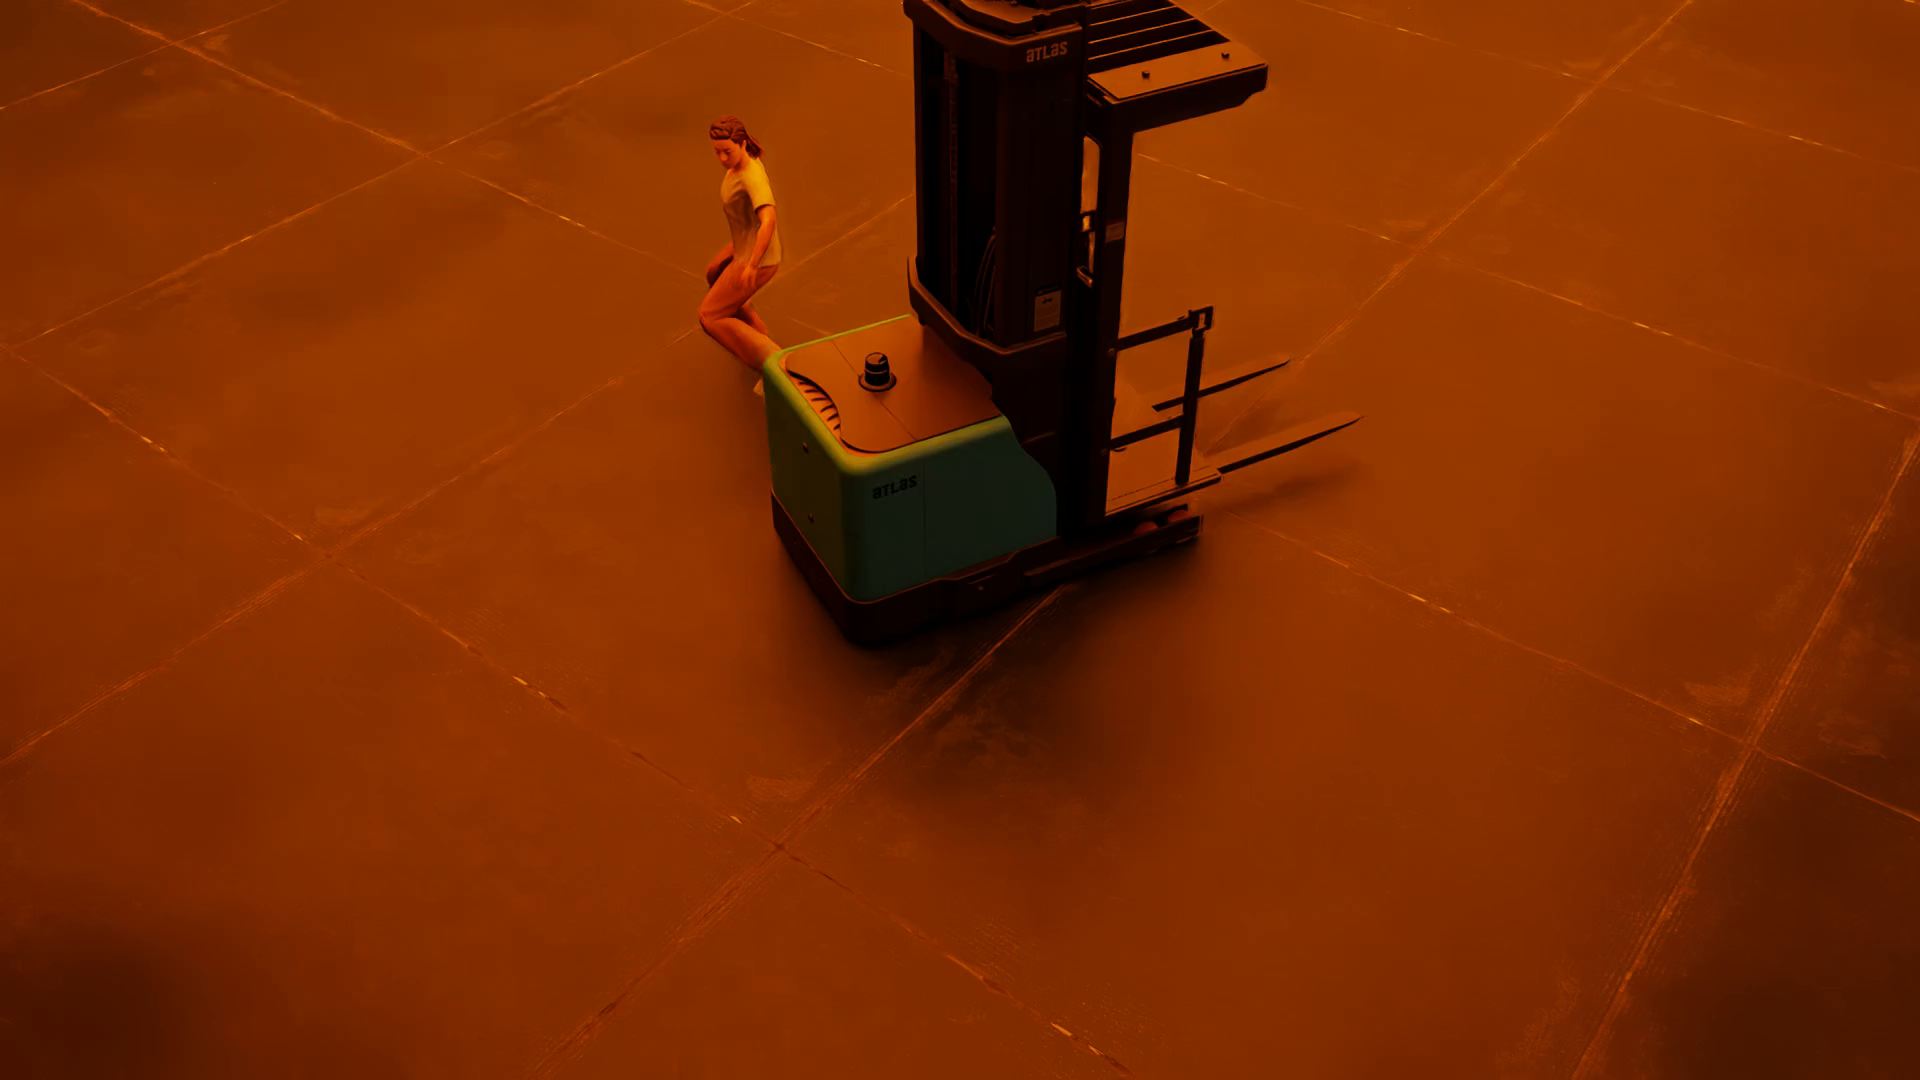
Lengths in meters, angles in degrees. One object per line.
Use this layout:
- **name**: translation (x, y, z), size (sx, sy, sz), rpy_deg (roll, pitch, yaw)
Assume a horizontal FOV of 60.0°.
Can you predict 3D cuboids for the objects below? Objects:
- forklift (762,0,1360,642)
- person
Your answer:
- **forklift**: translation (0.616, -1.327, 7.630), size (3.031, 2.935, 1.130), rpy_deg (-19, 44, -21)
- **person**: translation (-1.175, -1.583, 9.040), size (0.502, 1.557, 0.972), rpy_deg (-2, 41, -3)
